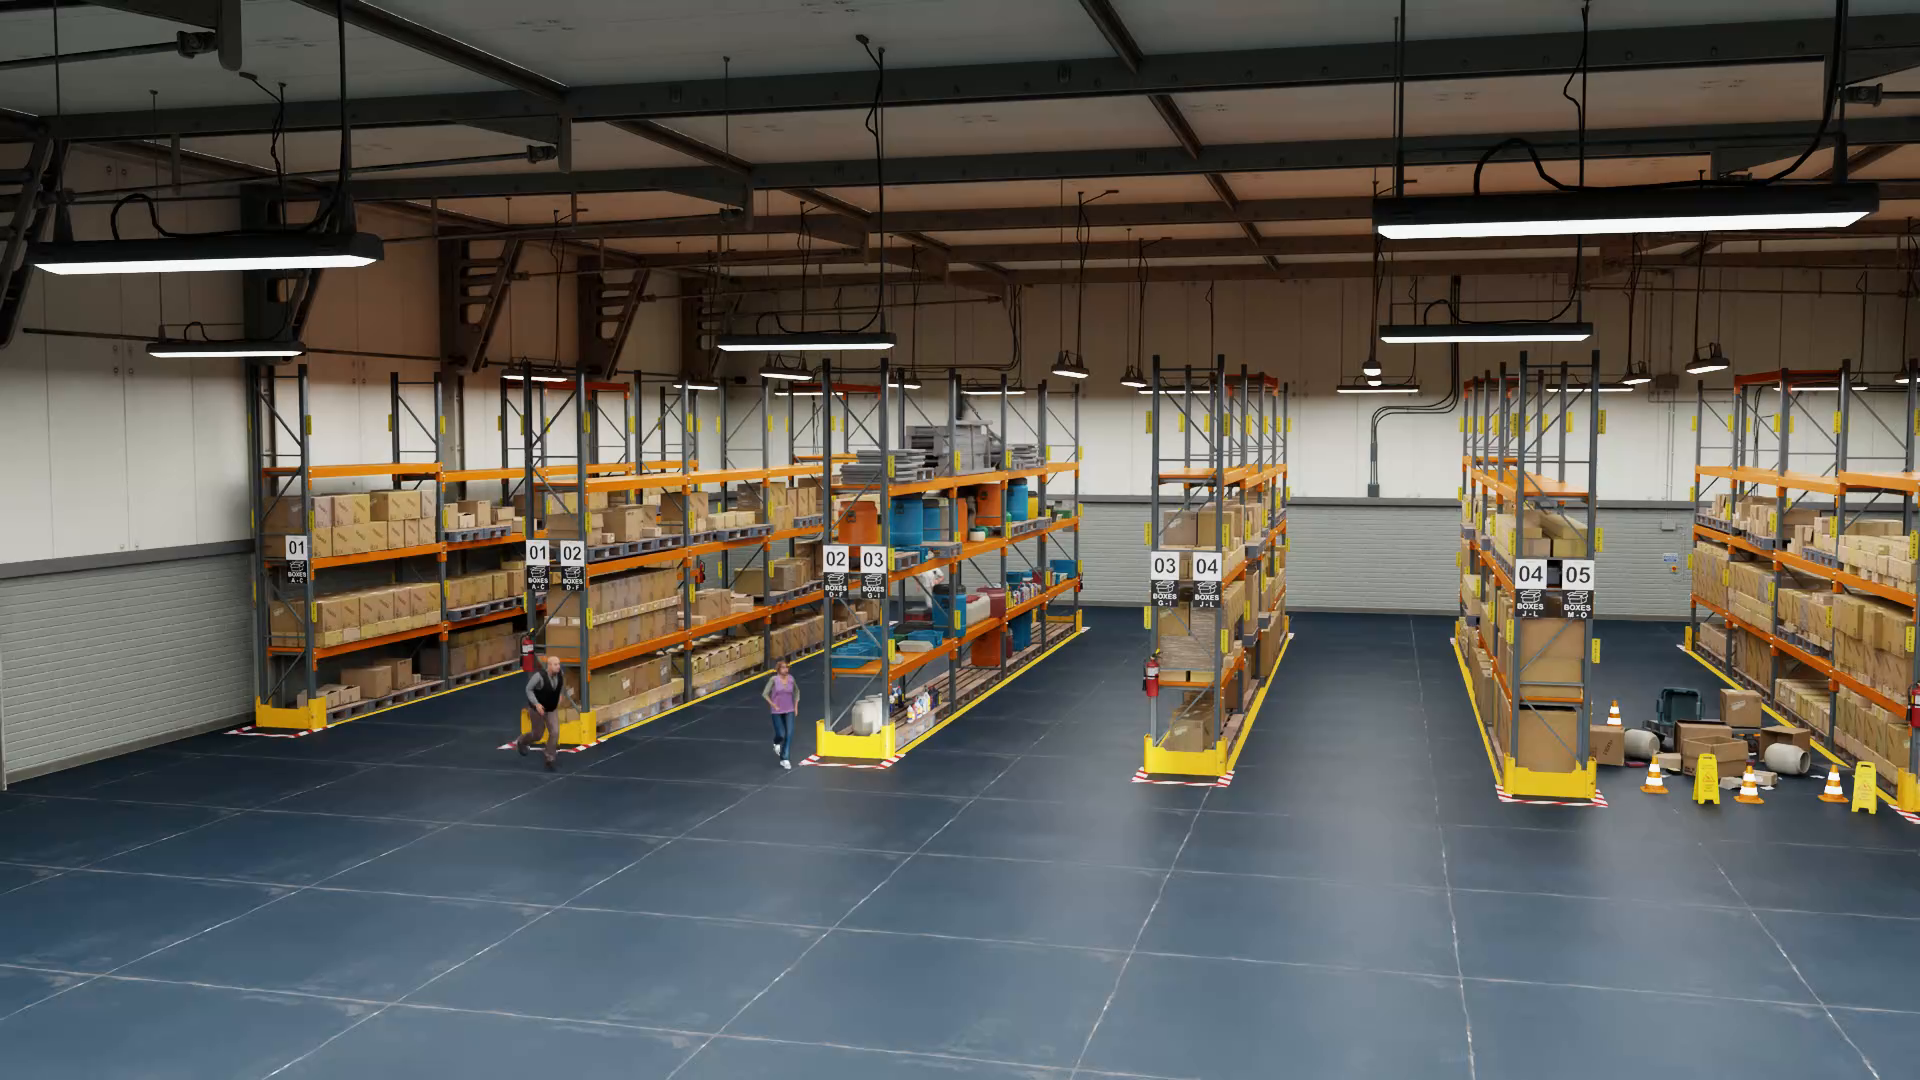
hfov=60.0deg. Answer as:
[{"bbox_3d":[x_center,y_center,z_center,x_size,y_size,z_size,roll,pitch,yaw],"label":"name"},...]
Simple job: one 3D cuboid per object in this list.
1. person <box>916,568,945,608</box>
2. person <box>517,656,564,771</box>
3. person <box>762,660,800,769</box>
[{"bbox_3d":[-0.737,1.293,41.368,0.706,1.823,0.768,-1,4,-8],"label":"person"},{"bbox_3d":[-6.172,2.512,24.435,0.954,1.678,0.676,3,5,35],"label":"person"},{"bbox_3d":[-2.622,2.546,24.489,0.576,1.580,0.601,-1,4,-20],"label":"person"}]
